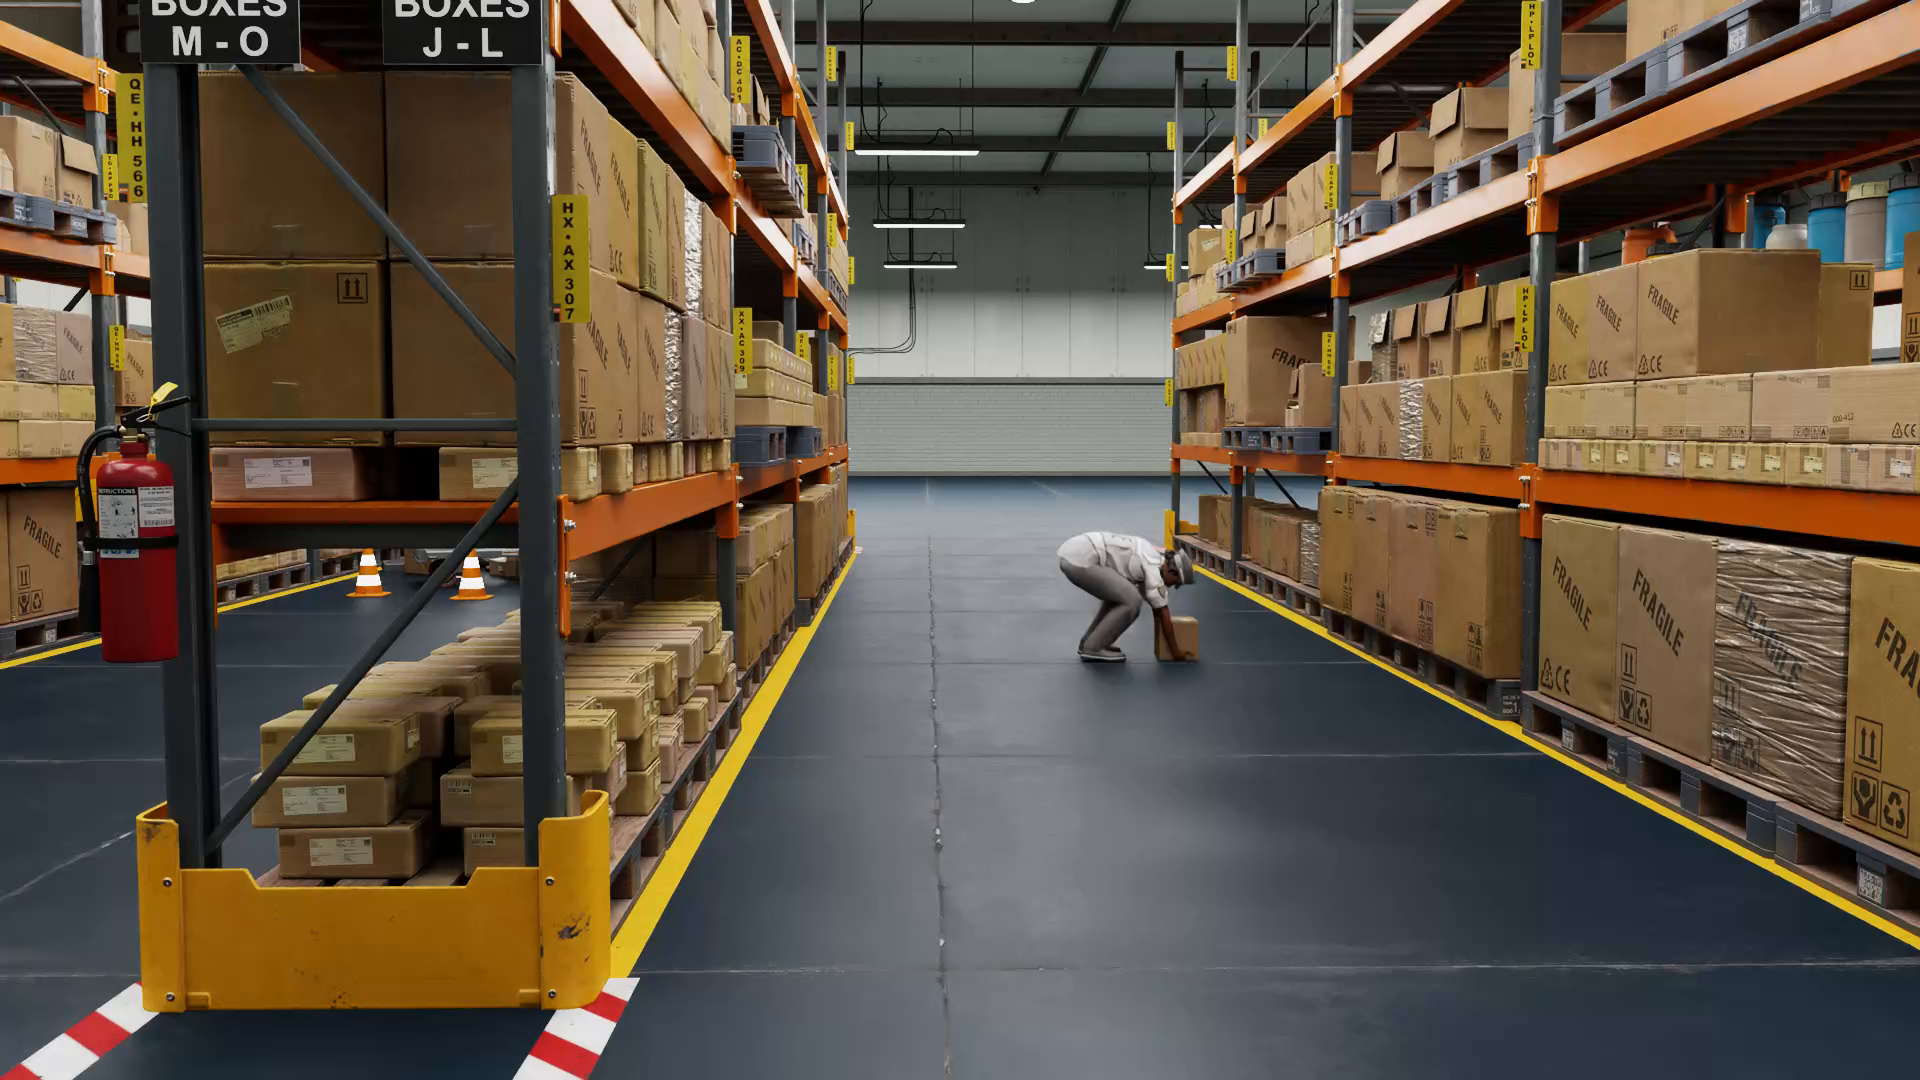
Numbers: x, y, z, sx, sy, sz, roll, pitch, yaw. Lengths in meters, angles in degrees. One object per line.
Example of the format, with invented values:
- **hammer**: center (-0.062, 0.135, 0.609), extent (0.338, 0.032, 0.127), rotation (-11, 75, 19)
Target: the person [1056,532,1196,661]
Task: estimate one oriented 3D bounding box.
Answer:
- **person**: center (1.086, 0.369, 10.846), extent (0.913, 0.842, 0.470), rotation (0, 4, -4)
